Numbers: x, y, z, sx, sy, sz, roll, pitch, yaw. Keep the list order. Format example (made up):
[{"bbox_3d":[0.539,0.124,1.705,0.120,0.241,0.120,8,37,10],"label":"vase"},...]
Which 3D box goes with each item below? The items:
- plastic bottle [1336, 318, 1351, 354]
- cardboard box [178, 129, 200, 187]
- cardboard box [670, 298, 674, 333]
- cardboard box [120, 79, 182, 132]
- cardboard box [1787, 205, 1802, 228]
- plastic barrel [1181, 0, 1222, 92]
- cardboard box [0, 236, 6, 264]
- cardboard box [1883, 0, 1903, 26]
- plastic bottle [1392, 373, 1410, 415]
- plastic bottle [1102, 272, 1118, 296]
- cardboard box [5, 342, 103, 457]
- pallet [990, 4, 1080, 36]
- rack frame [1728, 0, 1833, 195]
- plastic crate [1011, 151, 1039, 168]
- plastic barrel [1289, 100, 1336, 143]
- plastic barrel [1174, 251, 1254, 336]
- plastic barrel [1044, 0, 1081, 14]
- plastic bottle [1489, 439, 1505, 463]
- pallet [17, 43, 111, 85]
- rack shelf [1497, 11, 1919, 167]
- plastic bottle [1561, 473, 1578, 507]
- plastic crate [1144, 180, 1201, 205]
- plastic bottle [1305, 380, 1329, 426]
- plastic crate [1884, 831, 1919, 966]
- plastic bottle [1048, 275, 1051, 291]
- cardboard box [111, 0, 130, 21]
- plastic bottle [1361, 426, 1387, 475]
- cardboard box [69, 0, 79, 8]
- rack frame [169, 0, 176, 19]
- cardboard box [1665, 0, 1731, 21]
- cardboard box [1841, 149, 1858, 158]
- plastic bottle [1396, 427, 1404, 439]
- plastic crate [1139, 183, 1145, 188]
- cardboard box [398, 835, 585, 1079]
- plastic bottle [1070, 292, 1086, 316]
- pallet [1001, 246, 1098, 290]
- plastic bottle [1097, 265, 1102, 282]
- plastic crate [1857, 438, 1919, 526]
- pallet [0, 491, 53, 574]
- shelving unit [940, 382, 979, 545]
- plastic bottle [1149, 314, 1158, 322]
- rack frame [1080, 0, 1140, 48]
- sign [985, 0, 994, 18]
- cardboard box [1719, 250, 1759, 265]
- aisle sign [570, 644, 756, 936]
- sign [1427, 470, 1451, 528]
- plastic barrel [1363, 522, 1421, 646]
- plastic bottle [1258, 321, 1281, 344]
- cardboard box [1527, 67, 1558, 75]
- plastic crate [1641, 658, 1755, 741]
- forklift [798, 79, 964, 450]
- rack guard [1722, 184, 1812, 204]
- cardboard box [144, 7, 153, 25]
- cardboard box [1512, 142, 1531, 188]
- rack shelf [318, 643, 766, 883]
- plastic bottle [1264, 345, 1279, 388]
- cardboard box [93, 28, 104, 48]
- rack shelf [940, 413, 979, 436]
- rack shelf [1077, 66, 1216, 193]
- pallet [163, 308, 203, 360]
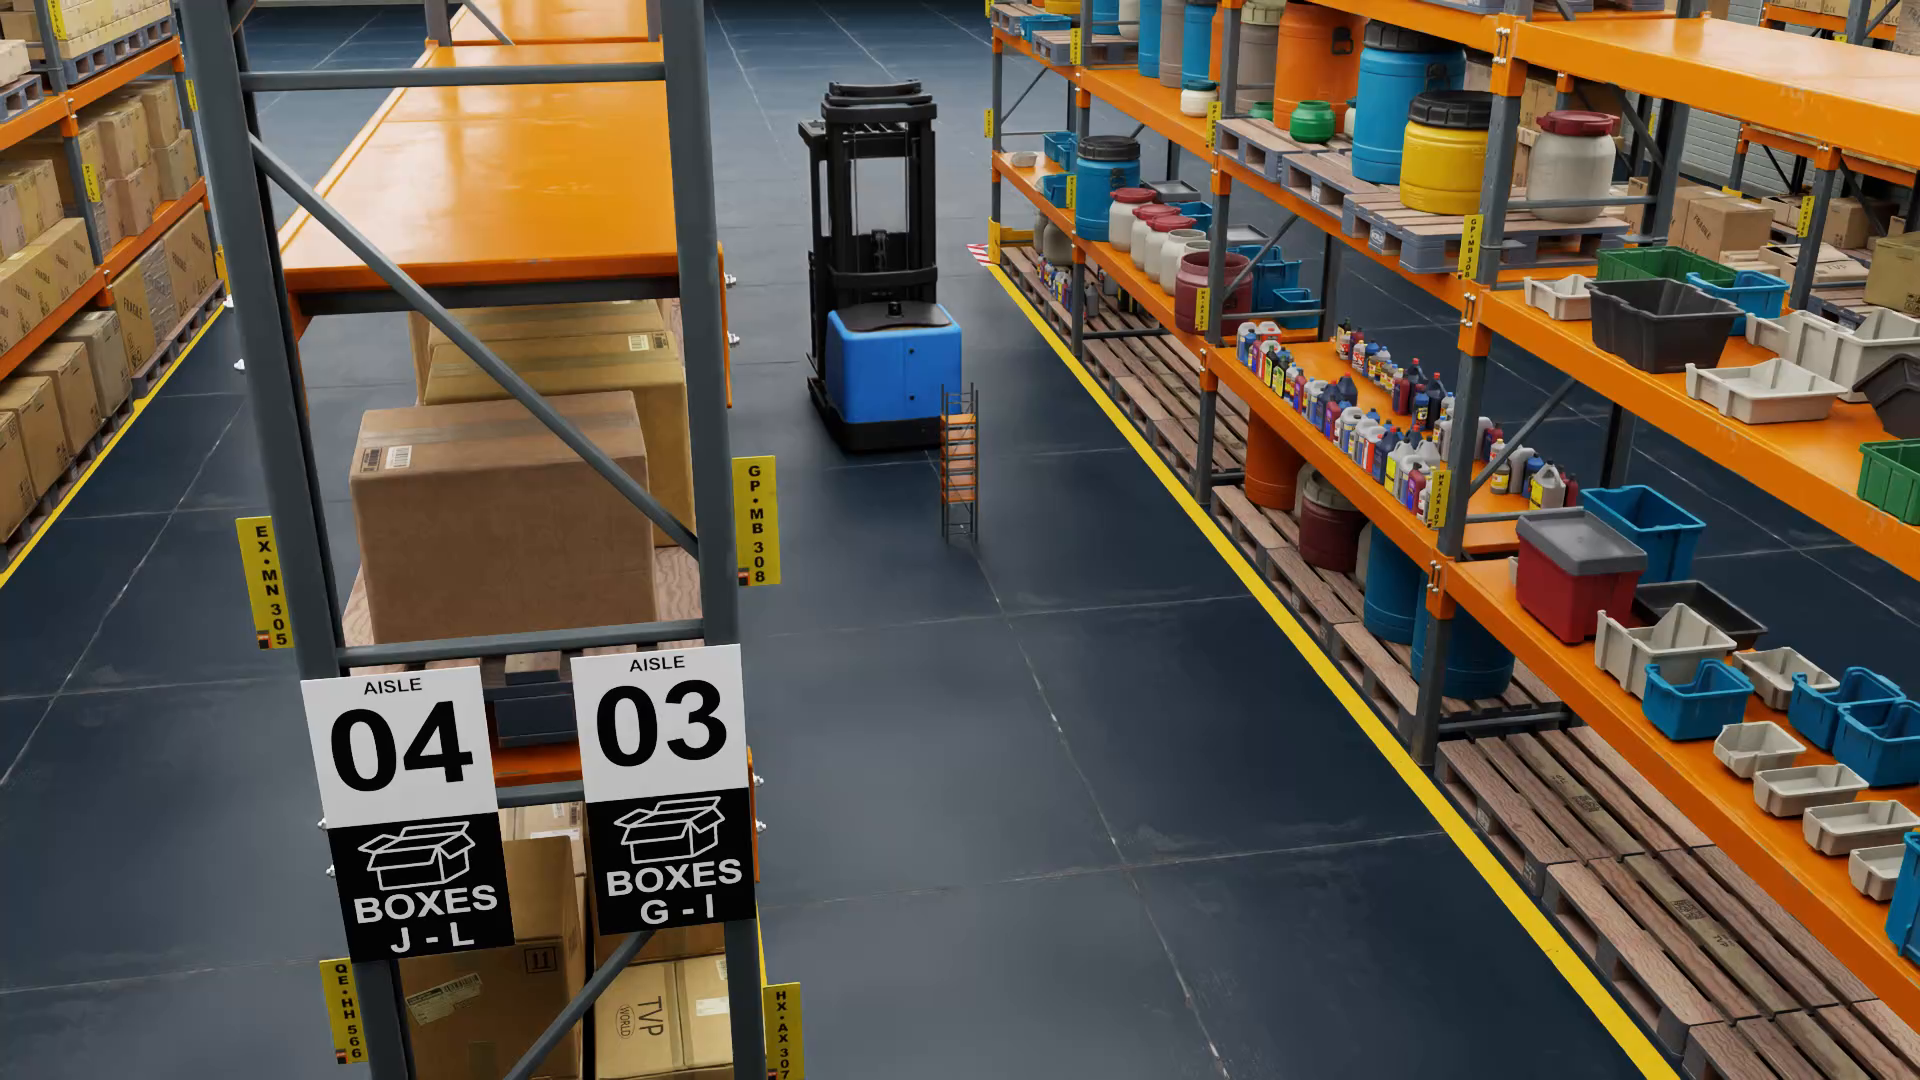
[{"bbox_3d":[2.859,-1.524,12.380,0.061,0.283,0.133,-4,24,-10],"label":"plastic bottle"},{"bbox_3d":[-8.762,-4.084,17.909,0.875,0.550,0.550,-4,24,-10],"label":"cardboard box"},{"bbox_3d":[-1.560,-1.121,6.788,0.700,0.500,0.500,-6,24,-13],"label":"cardboard box"},{"bbox_3d":[-8.845,-4.573,17.678,0.875,0.550,0.550,-4,24,-10],"label":"cardboard box"},{"bbox_3d":[10.766,-4.052,20.831,0.500,0.311,0.500,-2,24,-5],"label":"cardboard box"},{"bbox_3d":[2.174,-4.184,13.952,0.600,0.901,0.708,-4,24,-10],"label":"plastic barrel"},{"bbox_3d":[-7.756,-2.294,12.623,0.700,0.500,0.500,-5,24,-10],"label":"cardboard box"},{"bbox_3d":[10.804,-6.037,18.669,0.500,0.500,0.500,-5,24,-12],"label":"cardboard box"},{"bbox_3d":[2.962,-0.991,11.160,0.061,0.283,0.133,-4,24,-10],"label":"plastic bottle"},{"bbox_3d":[1.629,-2.801,18.011,0.152,0.276,0.135,-4,24,-10],"label":"plastic bottle"},{"bbox_3d":[-7.758,-1.129,13.616,1.050,0.750,0.750,-4,24,-10],"label":"cardboard box"},{"bbox_3d":[0.942,-5.807,18.530,1.003,0.211,1.213,-4,24,-10],"label":"pallet"},{"bbox_3d":[10.621,-5.585,21.533,1.000,3.000,0.127,-4,24,-10],"label":"rack frame"},{"bbox_3d":[0.735,-4.355,19.046,0.298,0.136,0.250,-4,24,-10],"label":"plastic crate"},{"bbox_3d":[2.335,-2.767,11.003,0.294,0.245,0.294,0,24,0],"label":"plastic barrel"},{"bbox_3d":[1.981,-1.928,12.988,0.600,0.536,0.708,-4,24,-10],"label":"plastic barrel"},{"bbox_3d":[1.221,-6.066,18.127,0.600,0.588,0.600,0,24,0],"label":"plastic barrel"},{"bbox_3d":[3.295,-0.519,10.182,0.097,0.201,0.097,0,24,0],"label":"plastic bottle"},{"bbox_3d":[-8.277,-4.241,14.819,1.003,0.211,1.213,-4,24,-10],"label":"pallet"},{"bbox_3d":[3.474,-1.581,6.269,1.077,0.370,4.000,-4,24,-10],"label":"rack shelf"},{"bbox_3d":[3.456,-0.254,9.473,0.061,0.283,0.133,-4,24,-10],"label":"plastic bottle"},{"bbox_3d":[2.015,-3.140,15.855,0.402,0.464,0.583,-4,24,-10],"label":"plastic crate"},{"bbox_3d":[2.383,-0.909,10.980,0.152,0.276,0.135,-4,24,-10],"label":"plastic bottle"},{"bbox_3d":[3.598,1.280,5.695,0.616,0.435,0.499,-4,24,-10],"label":"plastic crate"},{"bbox_3d":[1.014,-2.822,18.152,0.097,0.201,0.097,0,24,0],"label":"plastic bottle"},{"bbox_3d":[-8.234,-5.074,15.781,0.500,0.250,0.500,-4,24,-9],"label":"cardboard box"},{"bbox_3d":[2.553,-0.548,10.155,0.152,0.276,0.135,-4,24,-10],"label":"plastic bottle"},{"bbox_3d":[-7.917,-4.717,14.464,0.380,0.149,0.250,-5,24,-10],"label":"cardboard box"},{"bbox_3d":[-8.875,-6.907,17.064,1.000,3.000,0.127,-4,24,-10],"label":"rack frame"},{"bbox_3d":[6.697,-5.018,15.212,0.500,0.500,0.500,-2,24,-5],"label":"cardboard box"},{"bbox_3d":[10.689,-4.707,19.685,0.500,0.250,0.500,-4,24,-9],"label":"cardboard box"},{"bbox_3d":[2.672,-0.563,10.194,0.097,0.271,0.097,0,24,0],"label":"plastic bottle"},{"bbox_3d":[1.653,-3.465,16.757,0.767,0.338,0.504,-4,24,-10],"label":"plastic crate"},{"bbox_3d":[-1.372,1.225,4.820,0.500,0.500,0.500,-4,24,-9],"label":"cardboard box"},{"bbox_3d":[1.223,-2.498,17.225,0.144,0.351,0.185,-5,24,-11],"label":"plastic bottle"},{"bbox_3d":[1.090,-3.228,19.619,1.003,0.211,1.213,-4,24,-10],"label":"pallet"},{"bbox_3d":[1.571,-3.010,18.480,0.061,0.283,0.133,-4,24,-10],"label":"plastic bottle"},{"bbox_3d":[3.381,-0.203,5.726,0.450,0.188,0.336,-4,24,-10],"label":"plastic crate"},{"bbox_3d":[-7.468,-0.049,12.341,1.003,0.211,1.213,-4,24,-10],"label":"pallet"},{"bbox_3d":[-0.003,-0.556,12.265,0.258,1.200,0.189,-4,24,-10],"label":"shelving unit"},{"bbox_3d":[1.997,-2.388,17.071,0.097,0.271,0.097,0,24,0],"label":"plastic bottle"},{"bbox_3d":[1.625,-6.028,15.051,1.000,3.000,0.127,-4,24,-10],"label":"rack frame"},{"bbox_3d":[0.344,-6.192,19.163,0.100,0.325,0.005,-4,24,-10],"label":"sign"},{"bbox_3d":[6.942,-2.453,14.674,0.380,0.149,0.250,-3,24,-6],"label":"cardboard box"},{"bbox_3d":[-0.716,0.623,4.071,0.394,0.787,0.004,-4,24,-10],"label":"aisle sign"},{"bbox_3d":[2.563,-0.219,8.900,0.100,0.325,0.005,-4,24,-10],"label":"sign"},{"bbox_3d":[2.889,0.144,10.513,0.600,0.901,0.708,-4,24,-10],"label":"plastic barrel"},{"bbox_3d":[2.276,-1.466,12.255,0.152,0.276,0.135,-4,24,-10],"label":"plastic bottle"},{"bbox_3d":[6.219,-4.854,18.112,0.700,0.500,0.500,-4,24,-10],"label":"cardboard box"},{"bbox_3d":[3.212,0.702,7.272,0.416,0.233,0.300,-4,24,-10],"label":"plastic crate"},{"bbox_3d":[-0.811,-2.664,14.929,1.130,2.935,3.031,-6,24,-12],"label":"forklift"},{"bbox_3d":[10.636,-4.410,21.965,1.175,0.500,0.348,-4,24,-10],"label":"rack guard"},{"bbox_3d":[-8.341,-5.250,16.683,0.380,0.149,0.250,-4,24,-9],"label":"cardboard box"},{"bbox_3d":[6.301,-4.071,17.940,0.700,0.500,0.500,-5,24,-10],"label":"cardboard box"},{"bbox_3d":[-1.394,-0.024,5.950,1.077,0.370,4.000,-4,24,-10],"label":"rack shelf"},{"bbox_3d":[2.192,-1.220,11.683,0.061,0.283,0.133,-4,24,-10],"label":"plastic bottle"},{"bbox_3d":[-8.010,-4.549,15.078,0.380,0.149,0.250,-5,24,-11],"label":"cardboard box"},{"bbox_3d":[-0.003,-0.845,12.139,0.258,0.103,0.180,-4,24,-10],"label":"rack shelf"},{"bbox_3d":[1.995,-3.537,13.994,1.077,0.370,4.000,-4,24,-10],"label":"rack shelf"},{"bbox_3d":[-8.428,-2.093,17.020,1.003,0.211,1.213,-4,24,-10],"label":"pallet"}]
